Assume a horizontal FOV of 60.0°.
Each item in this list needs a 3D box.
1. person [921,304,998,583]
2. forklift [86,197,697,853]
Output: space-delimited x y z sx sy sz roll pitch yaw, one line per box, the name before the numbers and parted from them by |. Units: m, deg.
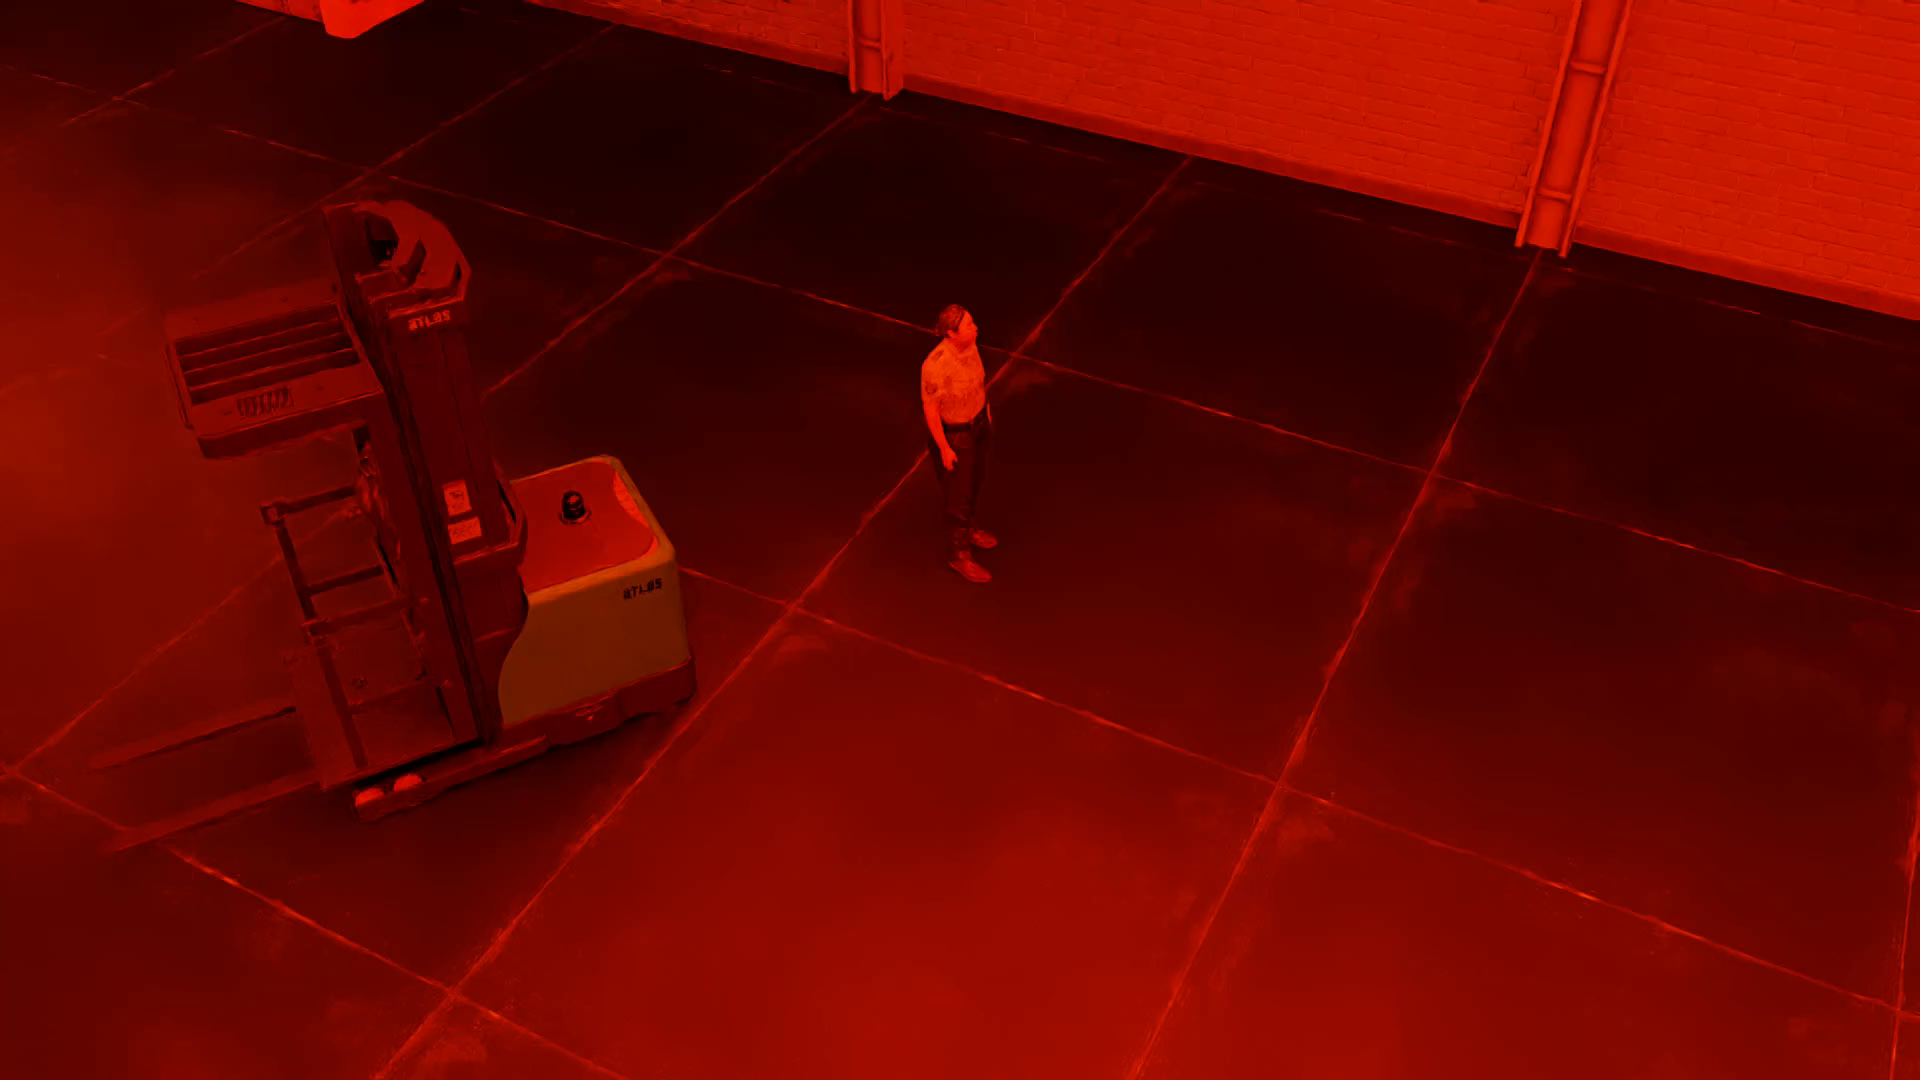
person | 0.069 -0.596 9.679 0.502 1.650 0.599 18 43 21
forklift | -3.002 -0.073 8.073 3.031 2.935 1.130 -19 44 -21
